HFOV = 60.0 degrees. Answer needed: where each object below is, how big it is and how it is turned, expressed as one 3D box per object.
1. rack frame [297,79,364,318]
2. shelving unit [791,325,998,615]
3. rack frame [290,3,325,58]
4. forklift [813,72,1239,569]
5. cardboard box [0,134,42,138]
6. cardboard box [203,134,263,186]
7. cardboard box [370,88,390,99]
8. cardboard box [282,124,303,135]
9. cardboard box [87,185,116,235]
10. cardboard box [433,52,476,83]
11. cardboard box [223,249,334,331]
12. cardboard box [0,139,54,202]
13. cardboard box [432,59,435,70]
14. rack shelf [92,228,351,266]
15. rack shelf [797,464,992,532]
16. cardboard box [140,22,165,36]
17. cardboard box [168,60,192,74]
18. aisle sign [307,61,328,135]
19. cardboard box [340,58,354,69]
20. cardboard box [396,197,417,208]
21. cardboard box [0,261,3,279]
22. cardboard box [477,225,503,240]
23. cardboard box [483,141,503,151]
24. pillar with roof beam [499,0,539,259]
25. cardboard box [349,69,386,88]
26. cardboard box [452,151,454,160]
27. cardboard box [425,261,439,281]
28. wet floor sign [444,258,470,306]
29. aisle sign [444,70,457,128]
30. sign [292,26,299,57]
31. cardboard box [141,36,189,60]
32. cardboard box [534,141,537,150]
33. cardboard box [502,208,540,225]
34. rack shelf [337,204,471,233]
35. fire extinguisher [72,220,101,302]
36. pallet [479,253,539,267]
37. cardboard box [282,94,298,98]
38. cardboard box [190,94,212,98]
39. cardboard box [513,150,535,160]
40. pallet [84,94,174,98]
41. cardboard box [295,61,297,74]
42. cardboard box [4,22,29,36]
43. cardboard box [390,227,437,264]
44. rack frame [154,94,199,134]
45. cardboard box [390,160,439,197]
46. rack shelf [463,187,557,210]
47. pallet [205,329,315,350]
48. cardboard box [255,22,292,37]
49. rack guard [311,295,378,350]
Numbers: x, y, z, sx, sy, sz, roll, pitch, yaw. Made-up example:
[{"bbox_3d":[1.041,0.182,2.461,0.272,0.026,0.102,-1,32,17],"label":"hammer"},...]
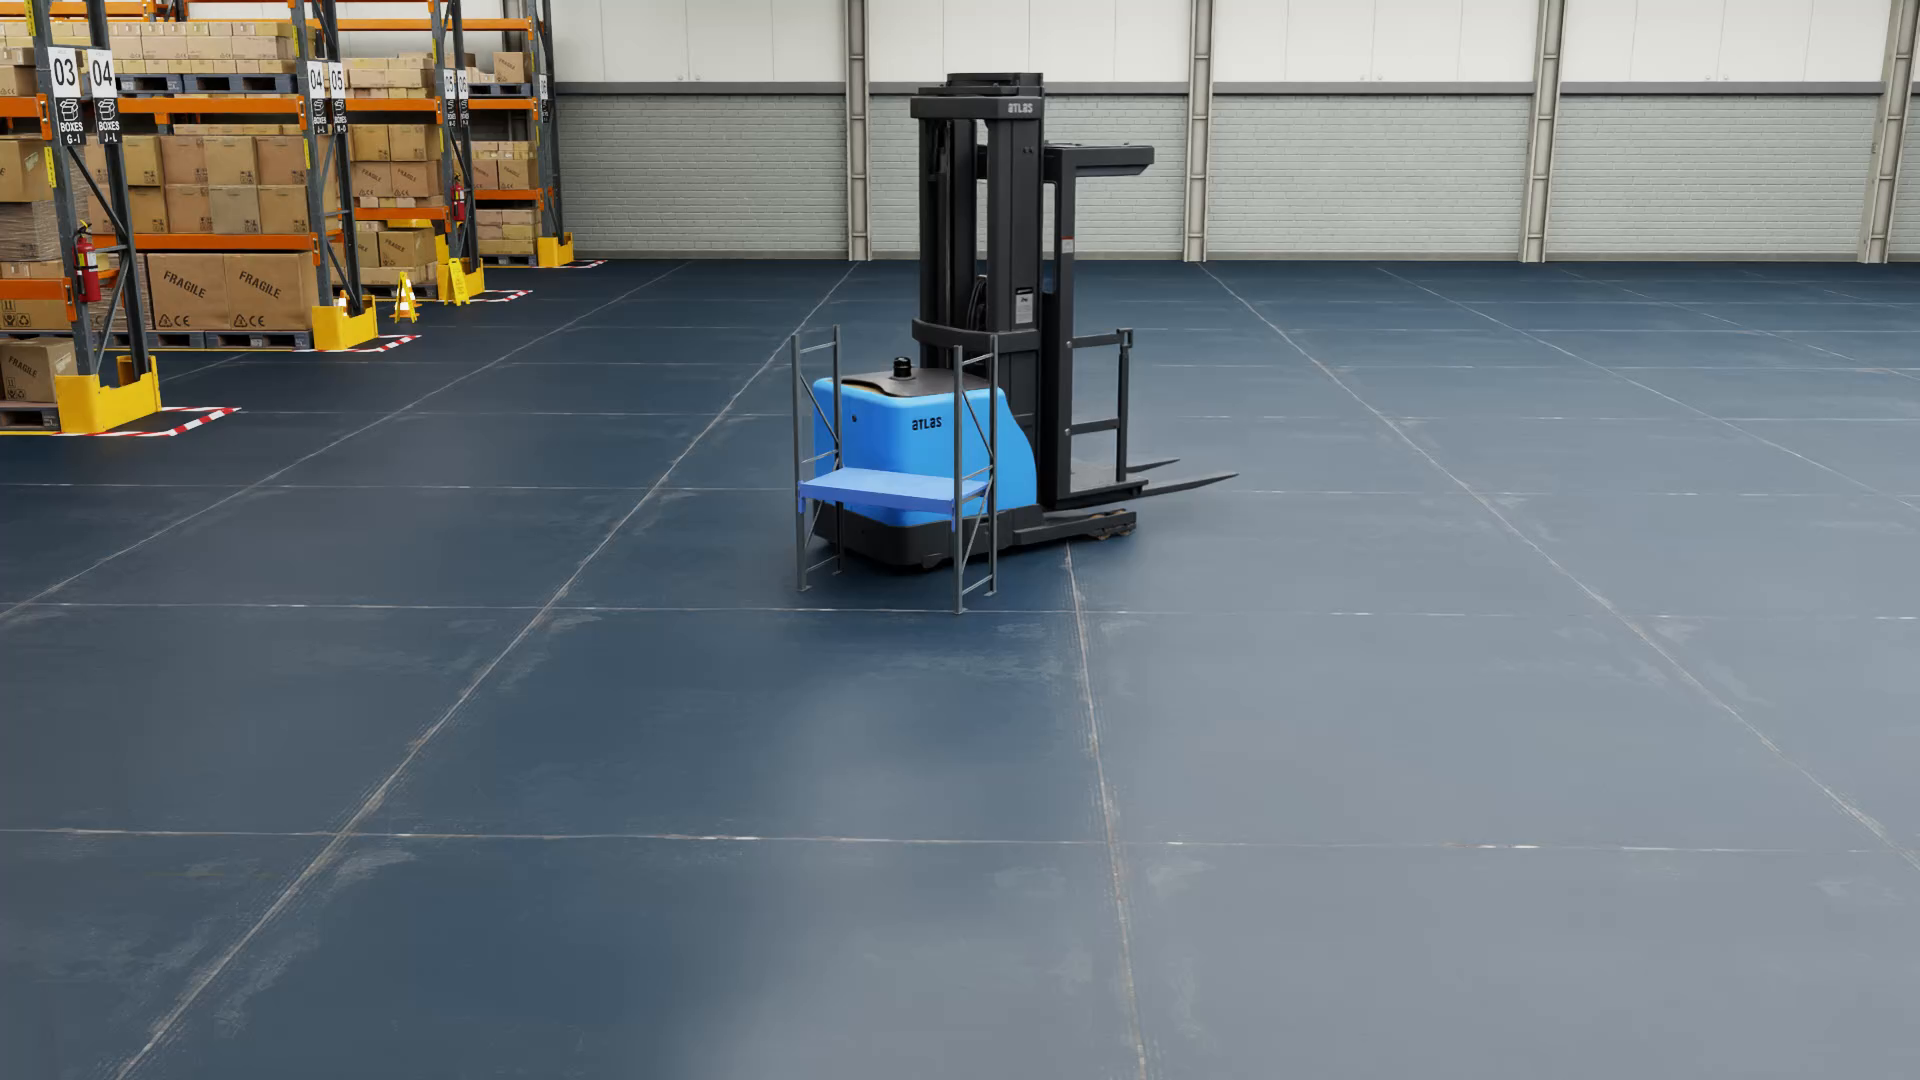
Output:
[{"bbox_3d":[-7.270,-3.779,19.285,0.127,3.000,1.000,0,15,1],"label":"rack frame"},{"bbox_3d":[-0.368,-0.423,9.502,1.048,1.500,0.538,7,16,25],"label":"shelving unit"},{"bbox_3d":[-11.120,-9.235,28.203,0.127,3.000,1.000,0,15,1],"label":"rack frame"},{"bbox_3d":[0.552,-1.516,10.840,3.031,2.935,1.130,-10,18,-34],"label":"forklift"},{"bbox_3d":[-10.901,-4.389,19.184,0.550,0.550,0.875,0,15,1],"label":"cardboard box"},{"bbox_3d":[-8.192,-4.366,19.099,0.550,0.550,0.875,0,15,1],"label":"cardboard box"},{"bbox_3d":[-8.123,-6.306,23.474,0.250,0.149,0.380,1,15,3],"label":"cardboard box"},{"bbox_3d":[-9.274,-5.687,23.775,0.500,0.500,0.700,0,15,1],"label":"cardboard box"},{"bbox_3d":[-9.812,-3.847,19.248,0.550,0.550,0.875,0,15,1],"label":"cardboard box"},{"bbox_3d":[-8.592,-8.031,28.305,0.500,0.500,0.700,0,15,2],"label":"cardboard box"},{"bbox_3d":[-7.950,-2.943,19.455,0.875,0.875,0.875,0,15,2],"label":"cardboard box"},{"bbox_3d":[-8.054,-3.131,14.089,0.500,0.500,0.500,0,15,1],"label":"cardboard box"},{"bbox_3d":[-7.595,-6.811,23.825,0.250,0.149,0.380,0,15,1],"label":"cardboard box"},{"bbox_3d":[-9.269,-3.444,19.426,4.000,0.370,1.077,0,15,1],"label":"rack shelf"},{"bbox_3d":[-0.368,-0.249,9.548,1.000,0.185,0.538,7,16,25],"label":"rack shelf"},{"bbox_3d":[-8.886,-5.669,18.478,0.250,0.149,0.380,0,15,1],"label":"cardboard box"},{"bbox_3d":[-8.629,-5.282,18.573,0.250,0.149,0.380,0,15,1],"label":"cardboard box"},{"bbox_3d":[-7.207,-4.959,18.661,0.004,0.787,0.394,0,15,1],"label":"aisle sign"},{"bbox_3d":[-8.599,-6.710,23.444,0.250,0.149,0.380,0,15,1],"label":"cardboard box"},{"bbox_3d":[-7.880,-4.842,23.805,0.250,0.149,0.380,0,15,1],"label":"cardboard box"},{"bbox_3d":[-8.289,-2.333,14.296,0.250,0.149,0.380,0,15,1],"label":"cardboard box"},{"bbox_3d":[-8.117,-5.353,28.836,0.500,0.250,0.500,0,15,1],"label":"cardboard box"},{"bbox_3d":[-7.995,-6.751,28.498,0.250,0.149,0.380,1,15,3],"label":"cardboard box"},{"bbox_3d":[-7.905,-8.345,24.832,0.400,9.000,9.100,0,15,1],"label":"pillar with roof beam"},{"bbox_3d":[-8.266,-6.506,23.449,0.500,0.250,0.500,0,15,1],"label":"cardboard box"},{"bbox_3d":[-8.758,-6.603,28.520,0.250,0.149,0.380,0,15,2],"label":"cardboard box"},{"bbox_3d":[-8.044,-3.992,24.656,0.500,0.250,0.500,0,15,1],"label":"cardboard box"},{"bbox_3d":[-7.082,-3.630,23.333,0.232,0.644,0.267,6,16,21],"label":"wet floor sign"},{"bbox_3d":[-7.190,-6.225,23.458,0.004,0.787,0.394,0,15,1],"label":"aisle sign"},{"bbox_3d":[-7.298,-5.481,18.275,0.005,0.325,0.100,0,15,1],"label":"sign"},{"bbox_3d":[-8.768,-5.491,18.585,0.500,0.250,0.500,0,15,1],"label":"cardboard box"},{"bbox_3d":[-7.452,-6.871,28.951,0.250,0.149,0.380,0,15,0],"label":"cardboard box"},{"bbox_3d":[-7.590,-5.589,28.749,0.500,0.250,0.500,1,15,3],"label":"cardboard box"},{"bbox_3d":[-9.244,-4.707,24.213,4.000,0.370,1.077,0,15,1],"label":"rack shelf"},{"bbox_3d":[-7.395,-2.359,14.054,0.183,0.674,0.296,0,15,1],"label":"fire extinguisher"},{"bbox_3d":[-7.887,-4.954,29.204,1.213,0.211,1.003,0,15,1],"label":"pallet"},{"bbox_3d":[-9.394,-6.322,23.536,0.250,0.149,0.380,0,15,2],"label":"cardboard box"},{"bbox_3d":[-10.678,-6.316,23.512,0.250,0.149,0.380,0,15,1],"label":"cardboard box"},{"bbox_3d":[-7.475,-6.601,28.512,0.250,0.149,0.380,1,15,2],"label":"cardboard box"},{"bbox_3d":[-11.858,-6.459,23.930,1.003,0.211,1.213,0,15,1],"label":"pallet"},{"bbox_3d":[-7.605,-5.444,19.186,0.250,0.149,0.380,0,15,2],"label":"cardboard box"},{"bbox_3d":[-10.405,-5.679,18.516,0.250,0.149,0.380,0,15,1],"label":"cardboard box"},{"bbox_3d":[-8.068,-4.354,24.561,0.500,0.500,0.500,0,15,0],"label":"cardboard box"},{"bbox_3d":[-11.243,-5.068,24.171,0.127,3.000,1.000,0,15,1],"label":"rack frame"},{"bbox_3d":[-7.794,-5.168,23.768,0.500,0.500,0.500,0,15,0],"label":"cardboard box"},{"bbox_3d":[-9.121,-5.973,29.011,4.000,0.370,1.077,0,15,1],"label":"rack shelf"},{"bbox_3d":[-8.071,-2.416,19.584,1.213,0.211,1.003,0,15,1],"label":"pallet"},{"bbox_3d":[-7.615,-5.661,18.446,0.250,0.149,0.380,1,15,2],"label":"cardboard box"},{"bbox_3d":[-7.246,-2.570,19.603,0.348,0.500,1.175,0,15,1],"label":"rack guard"}]
